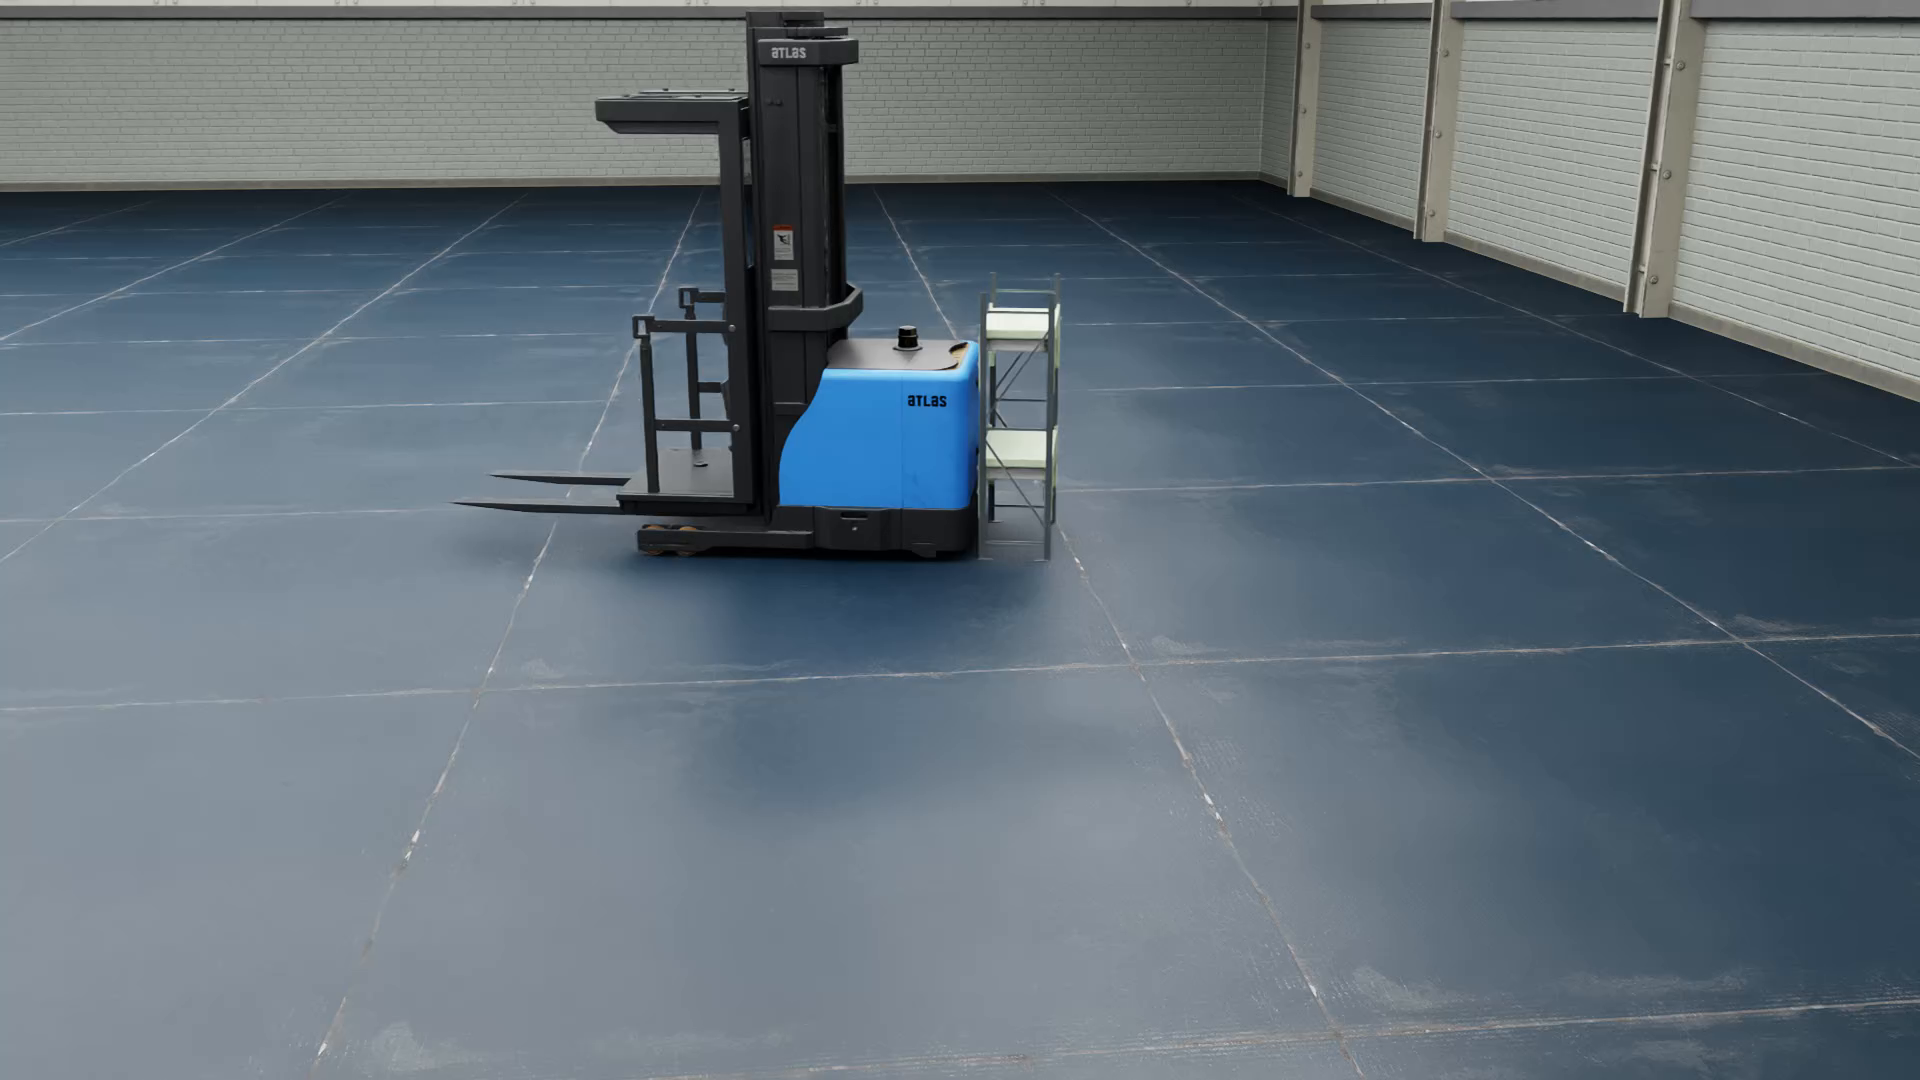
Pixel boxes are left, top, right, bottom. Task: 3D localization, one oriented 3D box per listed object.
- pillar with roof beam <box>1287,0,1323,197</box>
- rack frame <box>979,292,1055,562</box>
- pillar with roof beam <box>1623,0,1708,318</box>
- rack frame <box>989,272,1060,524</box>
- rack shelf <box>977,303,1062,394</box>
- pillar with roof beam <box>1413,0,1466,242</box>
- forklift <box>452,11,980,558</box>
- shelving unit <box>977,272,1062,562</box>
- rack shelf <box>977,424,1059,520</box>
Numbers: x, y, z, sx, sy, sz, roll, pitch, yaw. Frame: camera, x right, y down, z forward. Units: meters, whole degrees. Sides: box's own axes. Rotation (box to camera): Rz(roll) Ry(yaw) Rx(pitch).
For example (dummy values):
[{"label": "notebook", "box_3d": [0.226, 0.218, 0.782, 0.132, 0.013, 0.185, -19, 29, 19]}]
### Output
[{"label": "pillar with roof beam", "box_3d": [1.520, -10.052, 26.671, 9.100, 9.000, 0.400, -2, 18, -6]}, {"label": "rack frame", "box_3d": [0.306, -0.600, 9.082, 0.400, 1.500, 0.023, 2, 18, 5]}, {"label": "pillar with roof beam", "box_3d": [2.758, -6.476, 15.283, 9.100, 9.000, 0.400, -2, 18, -6]}, {"label": "rack frame", "box_3d": [0.373, -0.818, 9.777, 0.400, 1.500, 0.023, 2, 18, 5]}, {"label": "rack shelf", "box_3d": [0.340, -1.081, 9.312, 0.431, 0.370, 0.720, 2, 18, 5]}, {"label": "pillar with roof beam", "box_3d": [2.139, -8.264, 20.977, 9.100, 9.000, 0.400, -2, 18, -6]}, {"label": "forklift", "box_3d": [-1.407, -1.462, 9.441, 3.031, 2.935, 1.130, 2, 17, 5]}, {"label": "shelving unit", "box_3d": [0.340, -0.709, 9.429, 0.431, 1.500, 0.755, 2, 18, 5]}, {"label": "rack shelf", "box_3d": [0.339, -0.398, 9.527, 0.431, 0.370, 0.720, 2, 18, 5]}]
